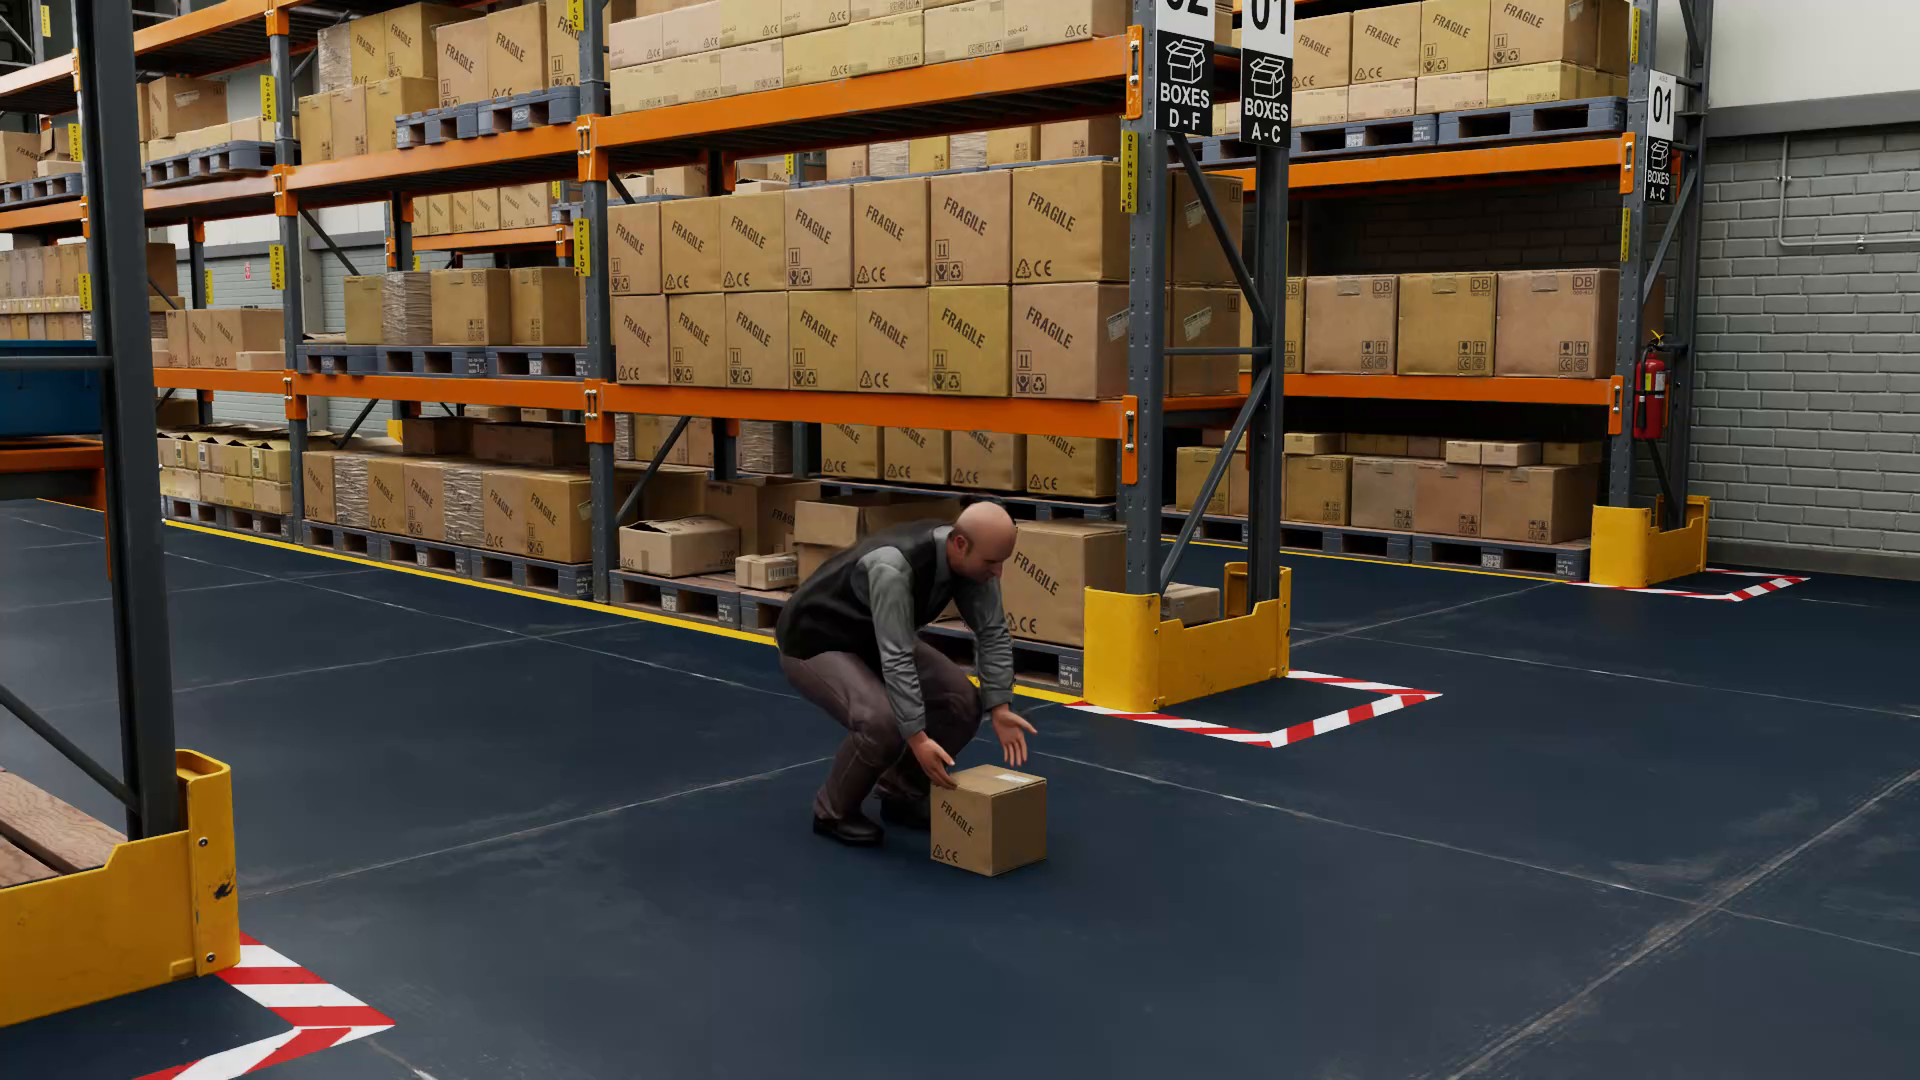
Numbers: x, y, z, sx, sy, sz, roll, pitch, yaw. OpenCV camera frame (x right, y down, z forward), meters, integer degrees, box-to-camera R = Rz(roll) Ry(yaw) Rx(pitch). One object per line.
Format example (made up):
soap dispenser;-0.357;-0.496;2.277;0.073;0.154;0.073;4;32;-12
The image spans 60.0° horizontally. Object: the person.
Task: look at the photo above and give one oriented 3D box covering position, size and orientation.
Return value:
person;-0.170;0.396;5.261;0.837;1.083;0.558;7;10;43
